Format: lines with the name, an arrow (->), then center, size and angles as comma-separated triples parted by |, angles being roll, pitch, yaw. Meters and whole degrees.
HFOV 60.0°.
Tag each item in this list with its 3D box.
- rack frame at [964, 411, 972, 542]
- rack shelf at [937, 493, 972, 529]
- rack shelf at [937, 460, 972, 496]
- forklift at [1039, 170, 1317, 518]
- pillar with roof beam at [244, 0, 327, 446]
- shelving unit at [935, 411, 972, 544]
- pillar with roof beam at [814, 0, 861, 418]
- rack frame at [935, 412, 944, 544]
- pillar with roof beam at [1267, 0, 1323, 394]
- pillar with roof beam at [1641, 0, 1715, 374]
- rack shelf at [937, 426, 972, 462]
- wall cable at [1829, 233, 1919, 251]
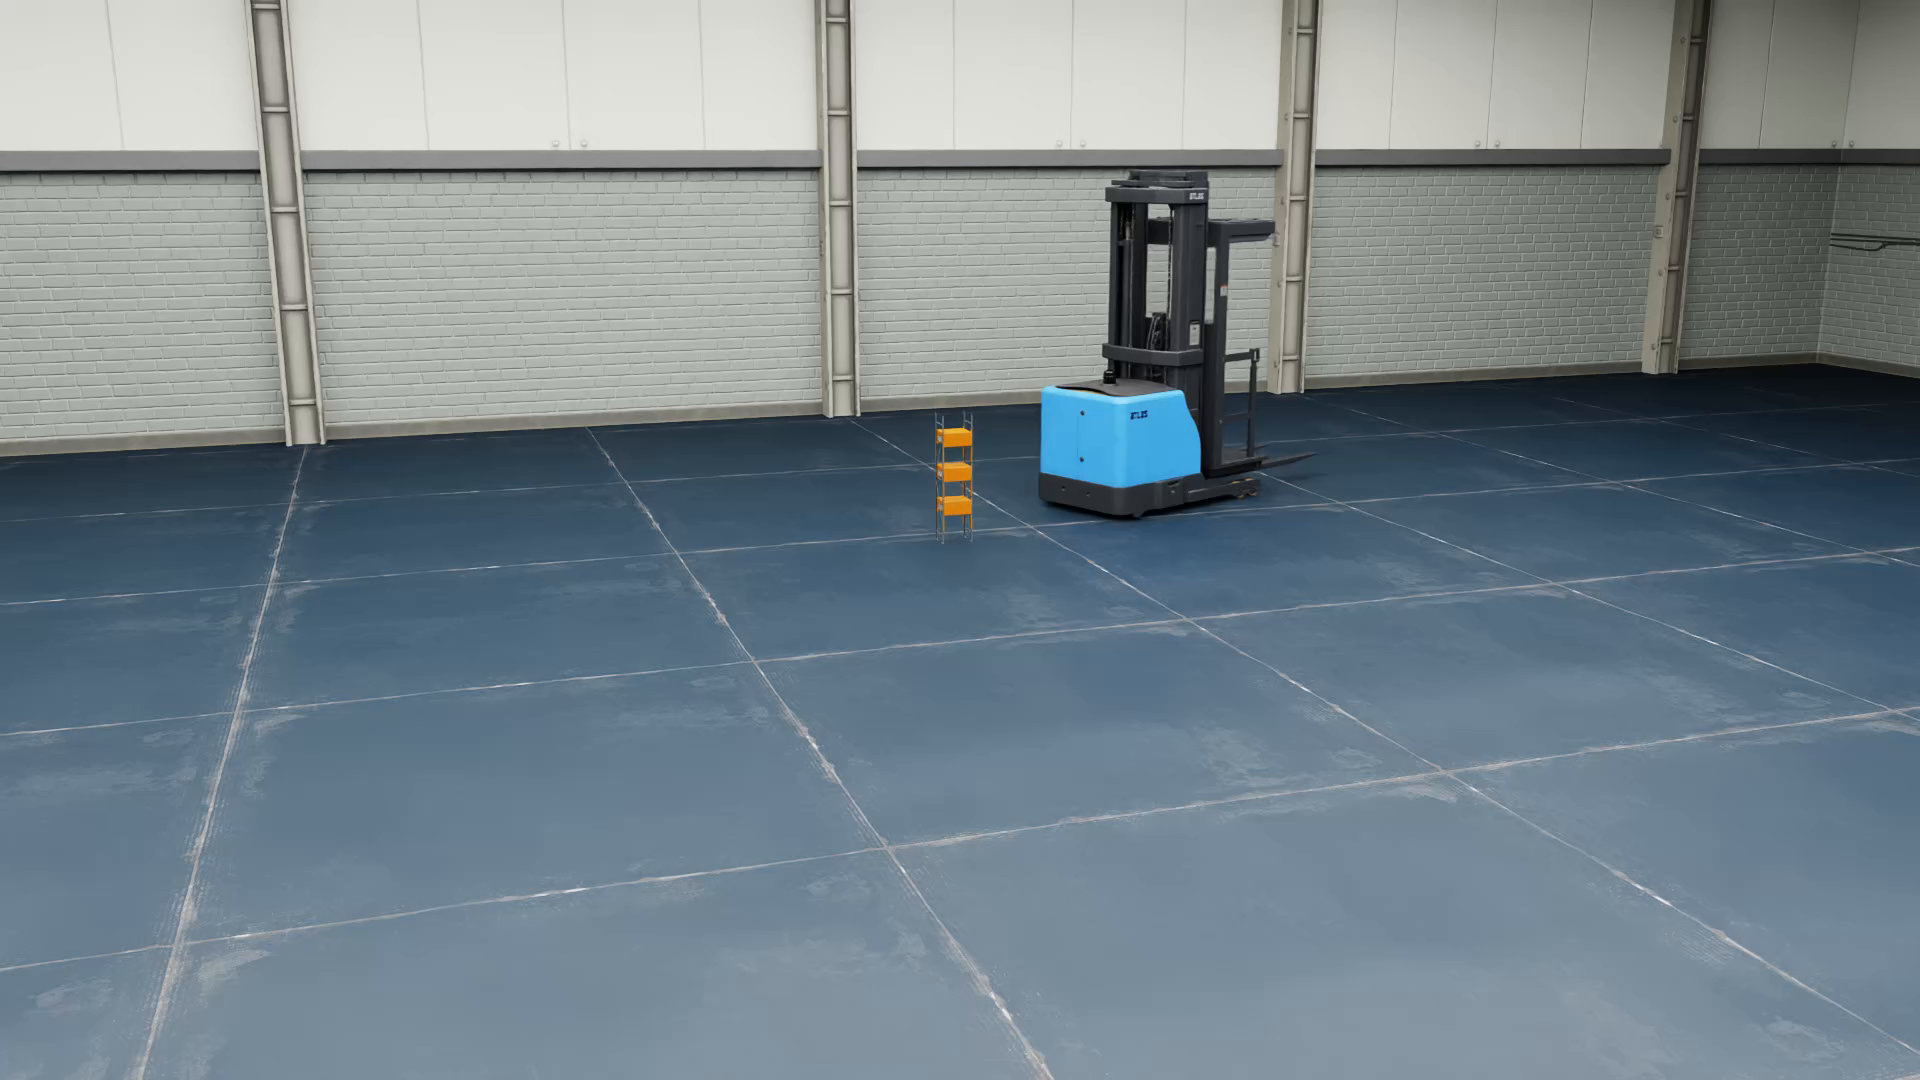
rack frame -> 0.065, -0.516, 13.543 | 0.008, 1.050, 0.200 | -4, 14, -18
rack shelf -> -0.051, -0.226, 13.571 | 0.240, 0.259, 0.215 | -4, 14, -18
rack shelf -> -0.051, -0.497, 13.507 | 0.240, 0.259, 0.215 | -4, 14, -18
forklift -> 2.140, -1.881, 15.216 | 3.031, 2.935, 1.130 | -12, 18, -40
pillar with roof beam -> -5.736, -4.493, 13.084 | 0.400, 9.000, 9.100 | -4, 14, -18
shelving unit -> -0.051, -0.507, 13.505 | 0.252, 1.050, 0.215 | -4, 14, -18
pillar with roof beam -> -0.049, -4.936, 14.946 | 0.400, 9.000, 9.100 | -4, 14, -18
rack frame -> -0.166, -0.498, 13.467 | 0.008, 1.050, 0.200 | -4, 14, -18
pillar with roof beam -> 5.637, -5.378, 16.808 | 0.400, 9.000, 9.100 | -4, 14, -18
pillar with roof beam -> 11.324, -5.821, 18.669 | 0.400, 9.000, 9.100 | -4, 14, -18
rack shelf -> -0.051, -0.773, 13.441 | 0.240, 0.259, 0.215 | -4, 14, -18
wall cable -> 13.165, -5.182, 22.693 | 0.112, 2.526, 3.097 | -4, 14, -18
